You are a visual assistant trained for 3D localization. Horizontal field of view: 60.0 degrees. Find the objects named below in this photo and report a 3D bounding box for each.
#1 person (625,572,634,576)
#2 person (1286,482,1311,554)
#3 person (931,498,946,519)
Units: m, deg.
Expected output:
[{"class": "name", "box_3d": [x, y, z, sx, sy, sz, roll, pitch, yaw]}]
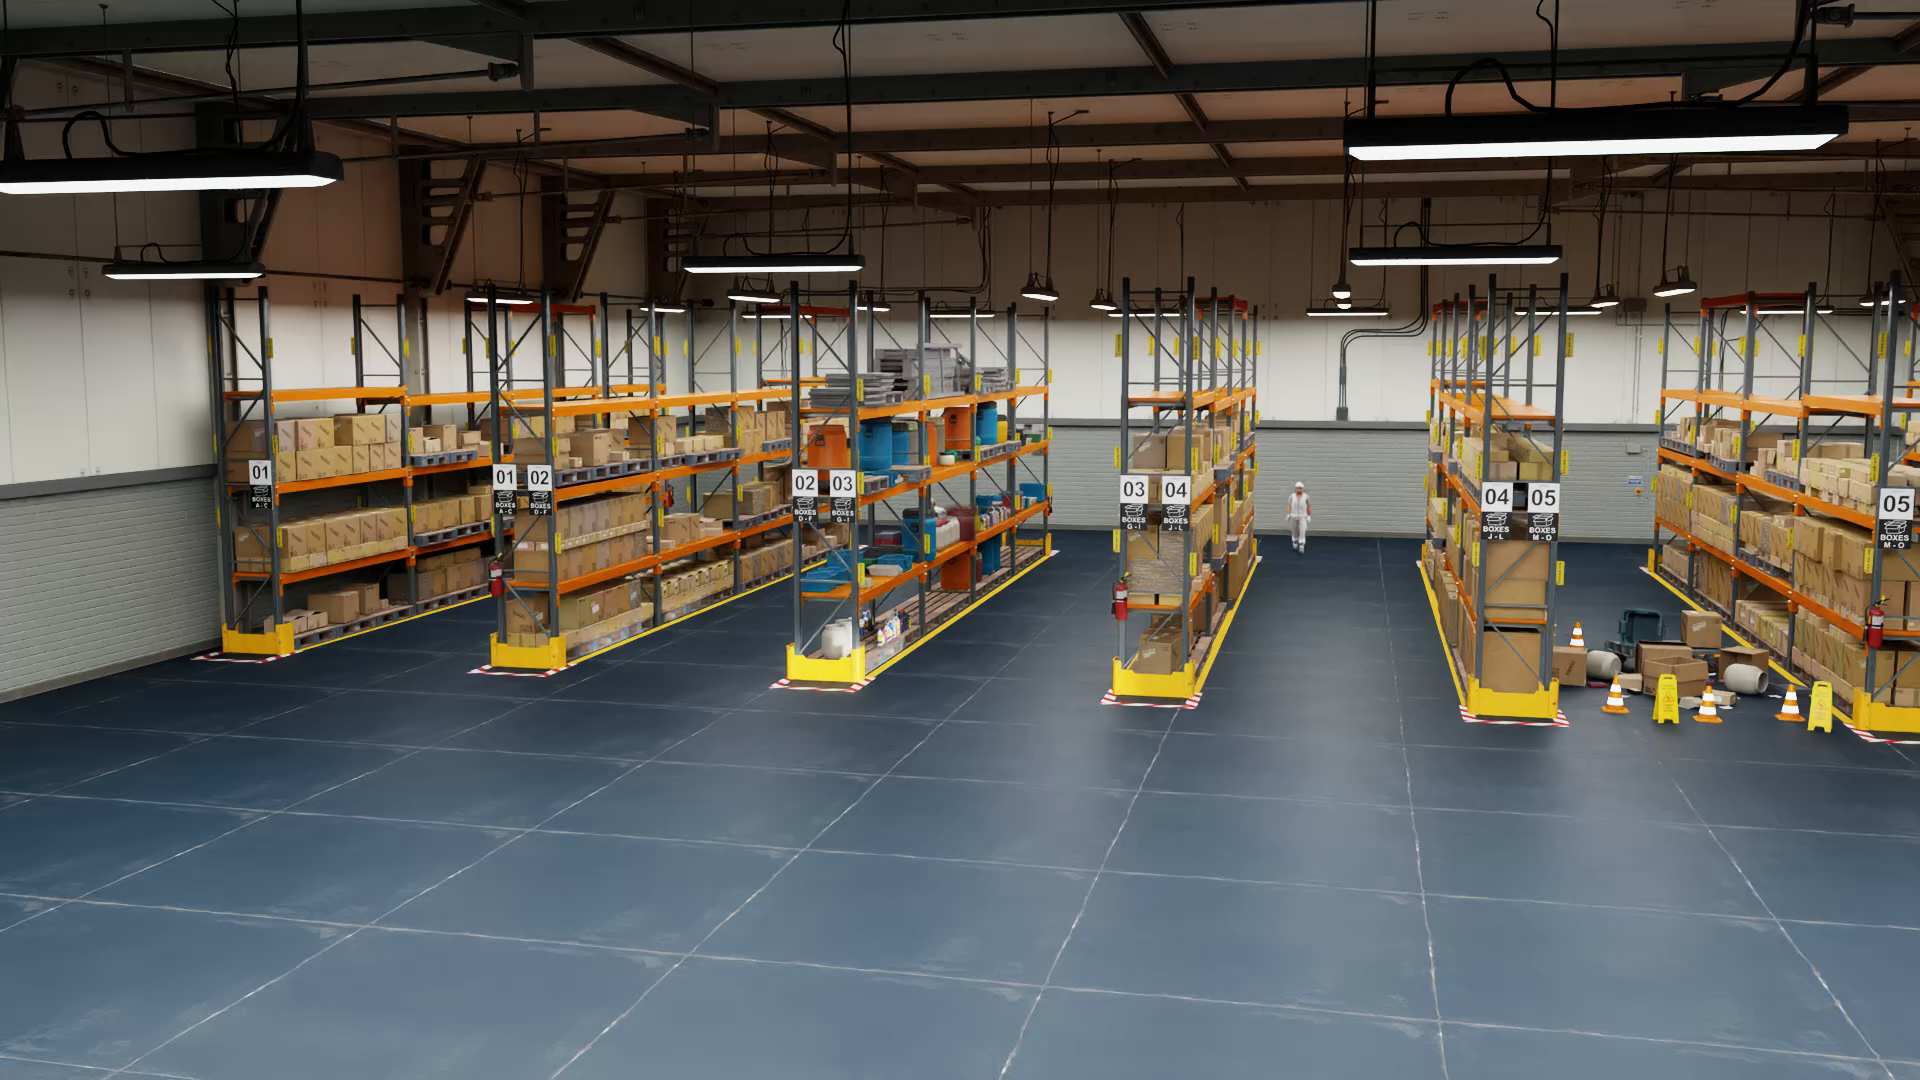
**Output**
[{"class": "person", "box_3d": [-7.339, -0.010, 36.493, 0.537, 1.629, 0.456, 4, 8, 33]}, {"class": "person", "box_3d": [8.308, -0.556, 40.814, 0.607, 1.728, 1.096, 1, 7, 11]}, {"class": "person", "box_3d": [-0.583, -0.209, 38.603, 0.608, 1.572, 0.757, 3, 7, 25]}]
